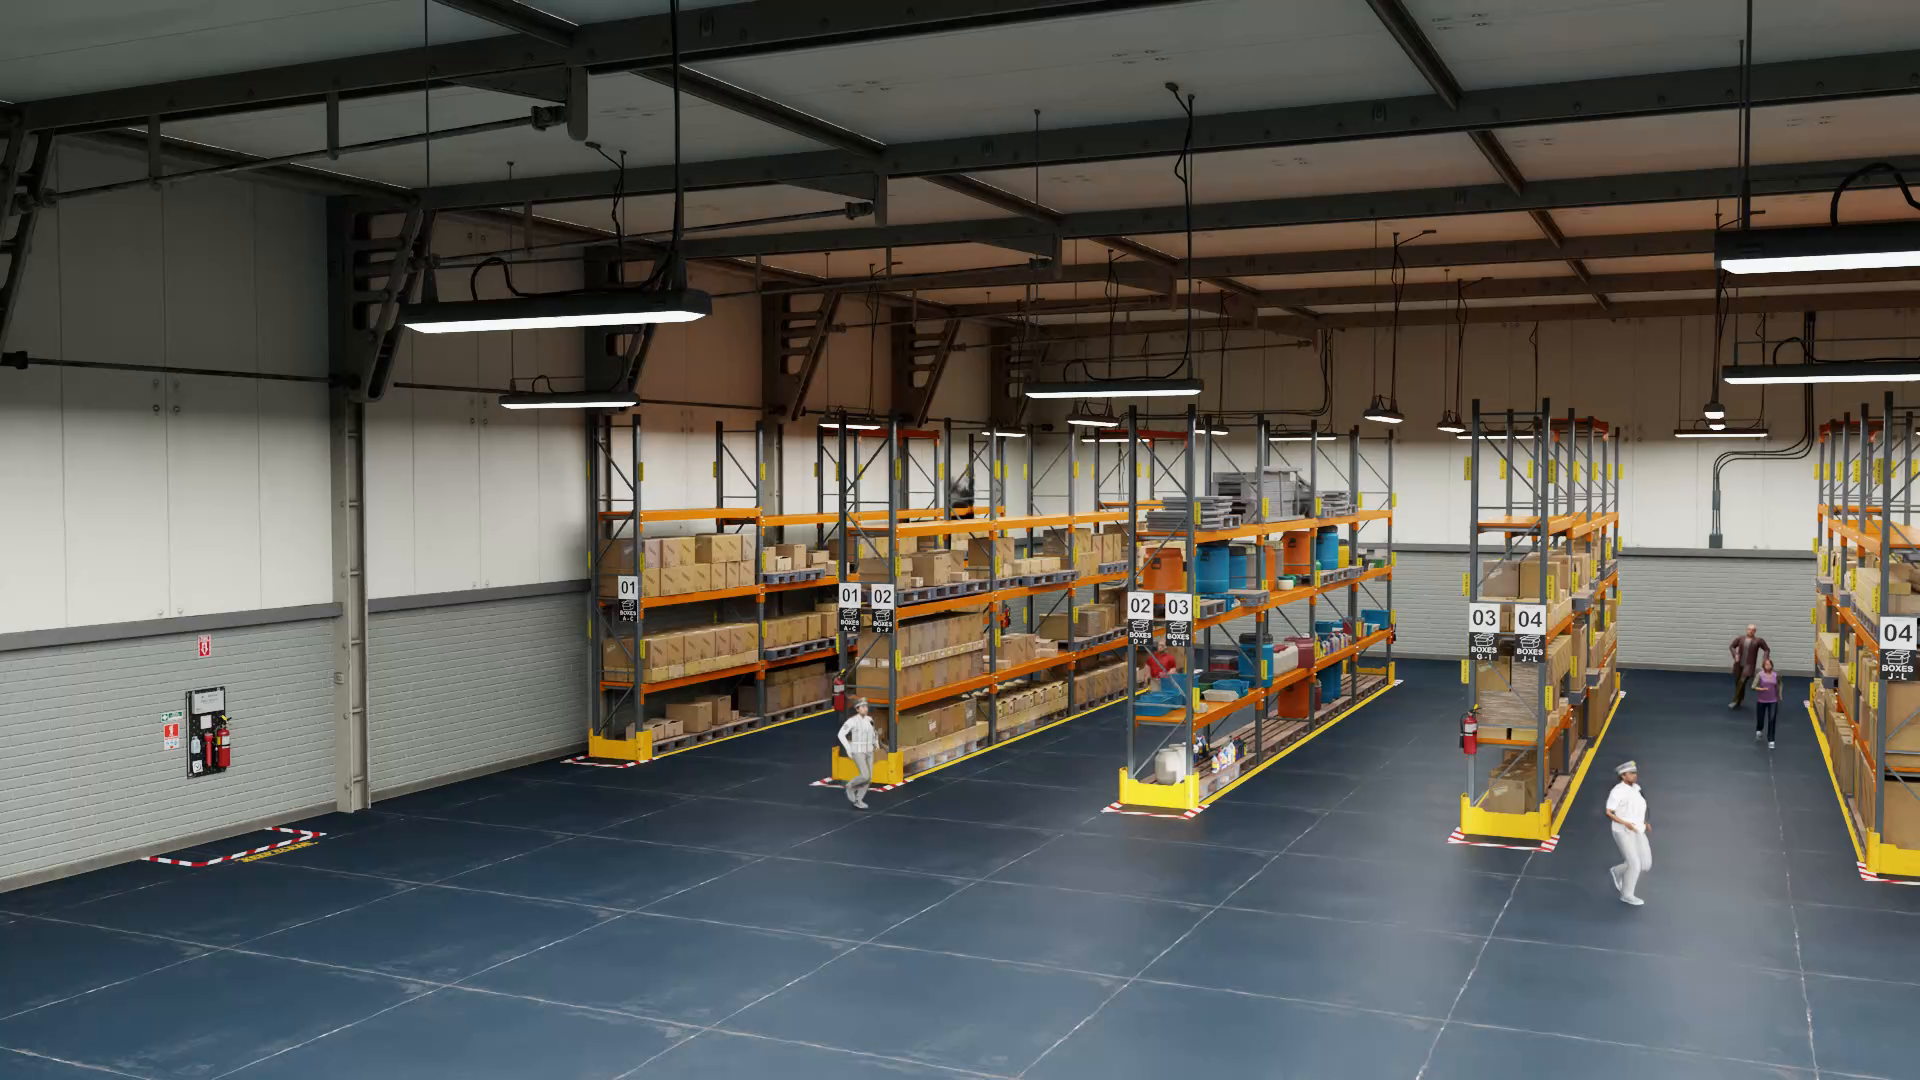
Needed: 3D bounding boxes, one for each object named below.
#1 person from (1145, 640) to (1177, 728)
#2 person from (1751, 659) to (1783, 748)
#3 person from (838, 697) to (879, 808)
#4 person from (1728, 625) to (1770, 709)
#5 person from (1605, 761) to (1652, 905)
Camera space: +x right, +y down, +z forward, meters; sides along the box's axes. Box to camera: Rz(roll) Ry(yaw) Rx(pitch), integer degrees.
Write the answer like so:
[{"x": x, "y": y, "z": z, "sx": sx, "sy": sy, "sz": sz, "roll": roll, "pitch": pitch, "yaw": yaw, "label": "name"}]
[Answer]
[{"x": 3.895, "y": 2.814, "z": 32.402, "sx": 0.642, "sy": 1.706, "sz": 0.666, "roll": 1, "pitch": 2, "yaw": 14, "label": "person"}, {"x": 14.704, "y": 2.952, "z": 30.281, "sx": 0.549, "sy": 1.581, "sz": 0.861, "roll": 1, "pitch": 2, "yaw": 18, "label": "person"}, {"x": -1.435, "y": 3.161, "z": 24.673, "sx": 0.617, "sy": 1.649, "sz": 0.543, "roll": -2, "pitch": 3, "yaw": -41, "label": "person"}, {"x": 16.577, "y": 2.655, "z": 35.043, "sx": 1.009, "sy": 1.748, "sz": 0.764, "roll": -2, "pitch": 3, "yaw": -44, "label": "person"}, {"x": 7.755, "y": 3.381, "z": 19.319, "sx": 0.573, "sy": 1.646, "sz": 0.583, "roll": -1, "pitch": 3, "yaw": -28, "label": "person"}]
